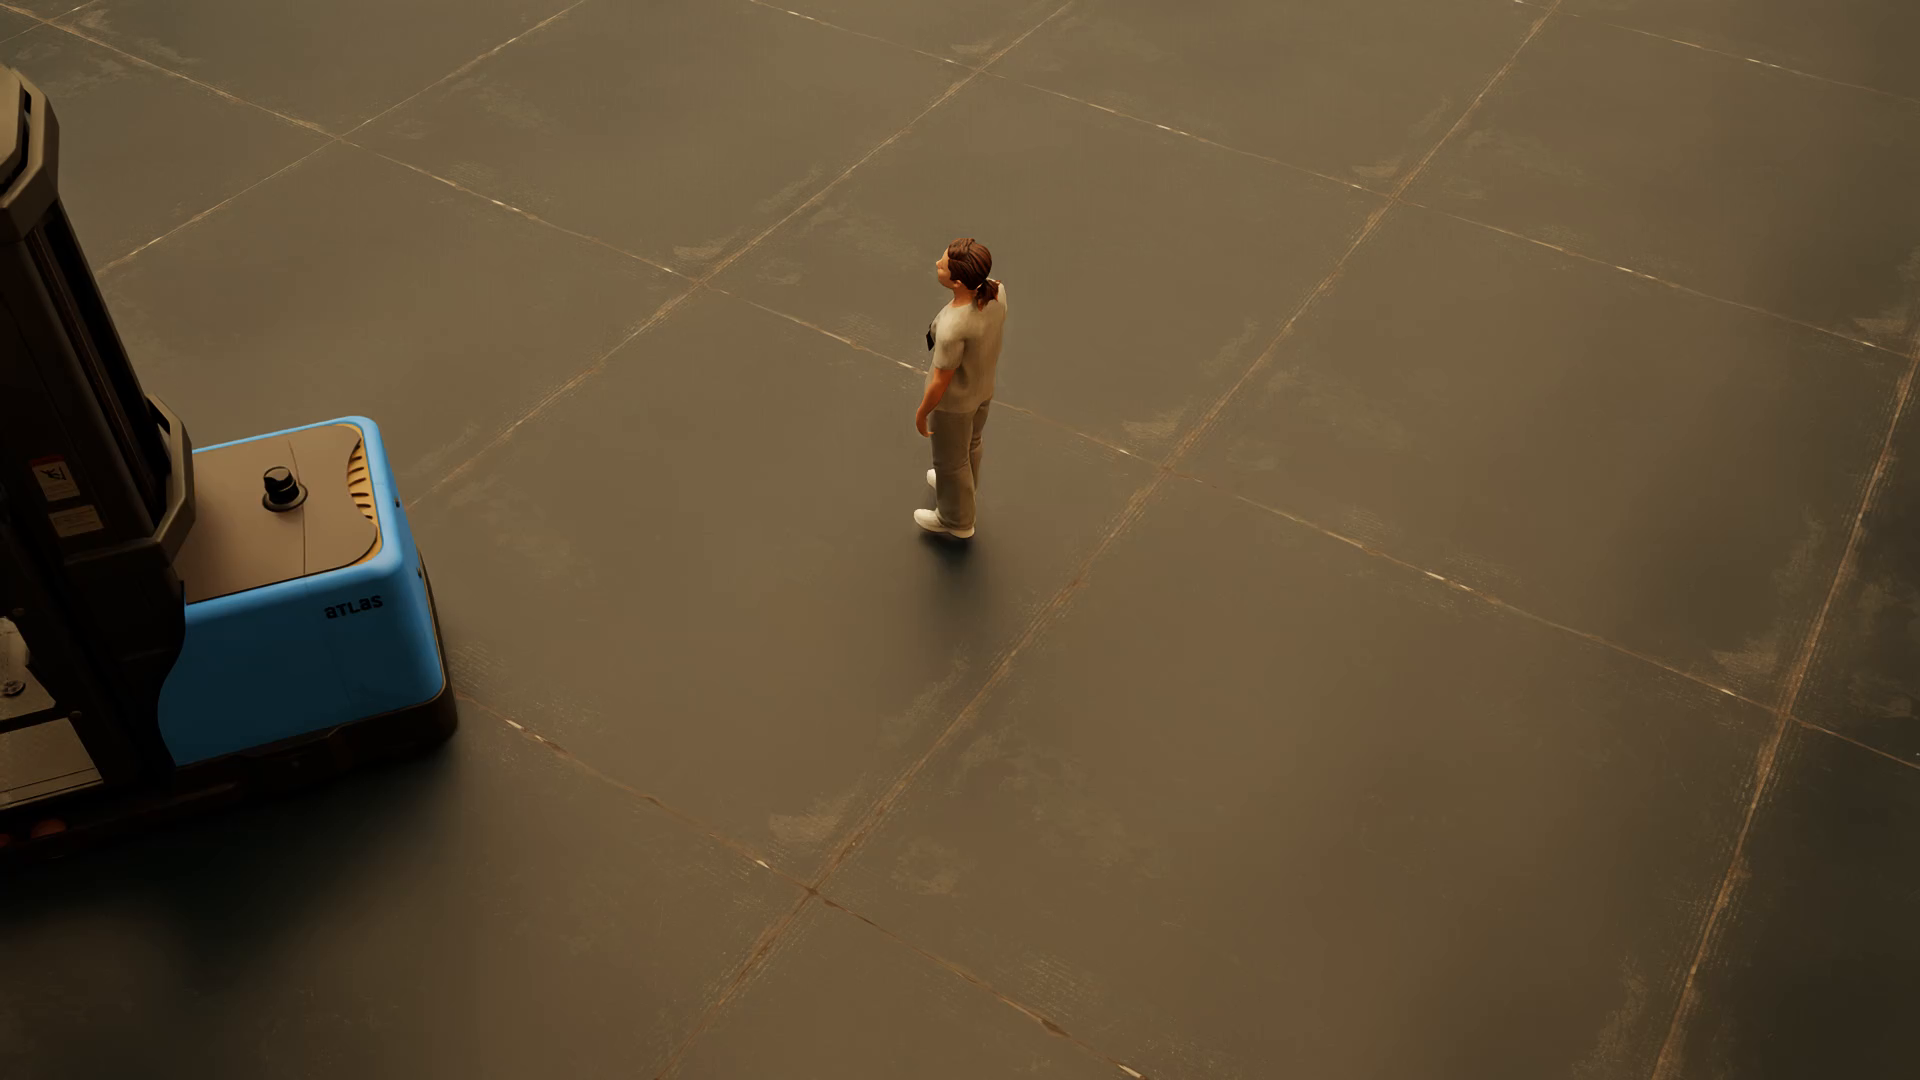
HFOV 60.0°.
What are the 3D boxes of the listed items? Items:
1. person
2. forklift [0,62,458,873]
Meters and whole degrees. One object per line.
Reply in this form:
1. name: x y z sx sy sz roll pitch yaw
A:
1. person: -0.055 -0.677 7.406 0.549 1.675 0.550 24 48 23
2. forklift: -3.703 -0.159 6.016 3.031 2.935 1.130 -15 45 -15
